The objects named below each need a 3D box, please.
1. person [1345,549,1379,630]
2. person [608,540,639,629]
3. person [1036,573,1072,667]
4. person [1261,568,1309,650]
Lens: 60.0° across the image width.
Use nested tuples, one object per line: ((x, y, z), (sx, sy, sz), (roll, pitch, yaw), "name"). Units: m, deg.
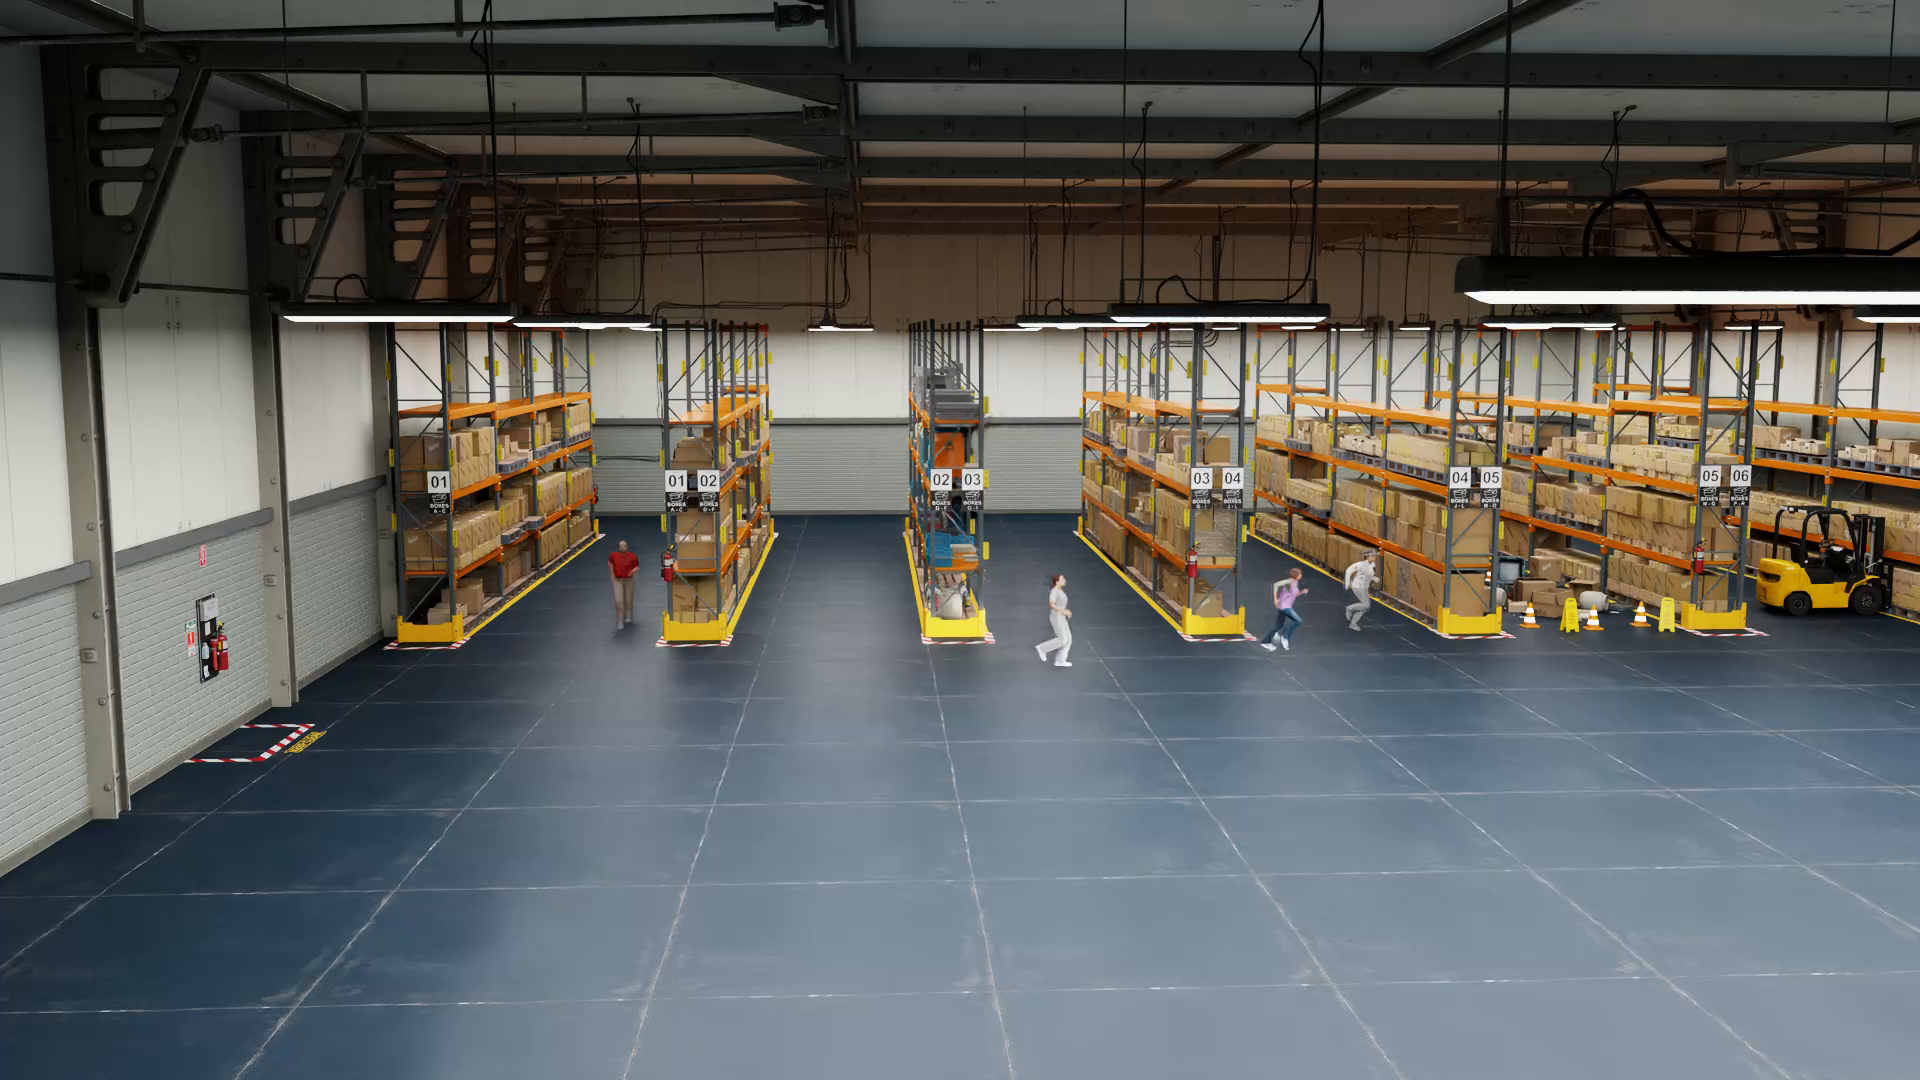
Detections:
((7.822, 0.946, 32.271), (0.604, 1.593, 0.668), (-6, 10, -42), "person")
((-6.587, 0.881, 32.621), (0.591, 1.788, 0.889), (-1, 7, -11), "person")
((1.653, 1.371, 28.740), (0.636, 1.626, 0.557), (2, 7, 15), "person")
((5.863, 1.235, 29.992), (0.829, 1.509, 0.526), (2, 7, 19), "person")
